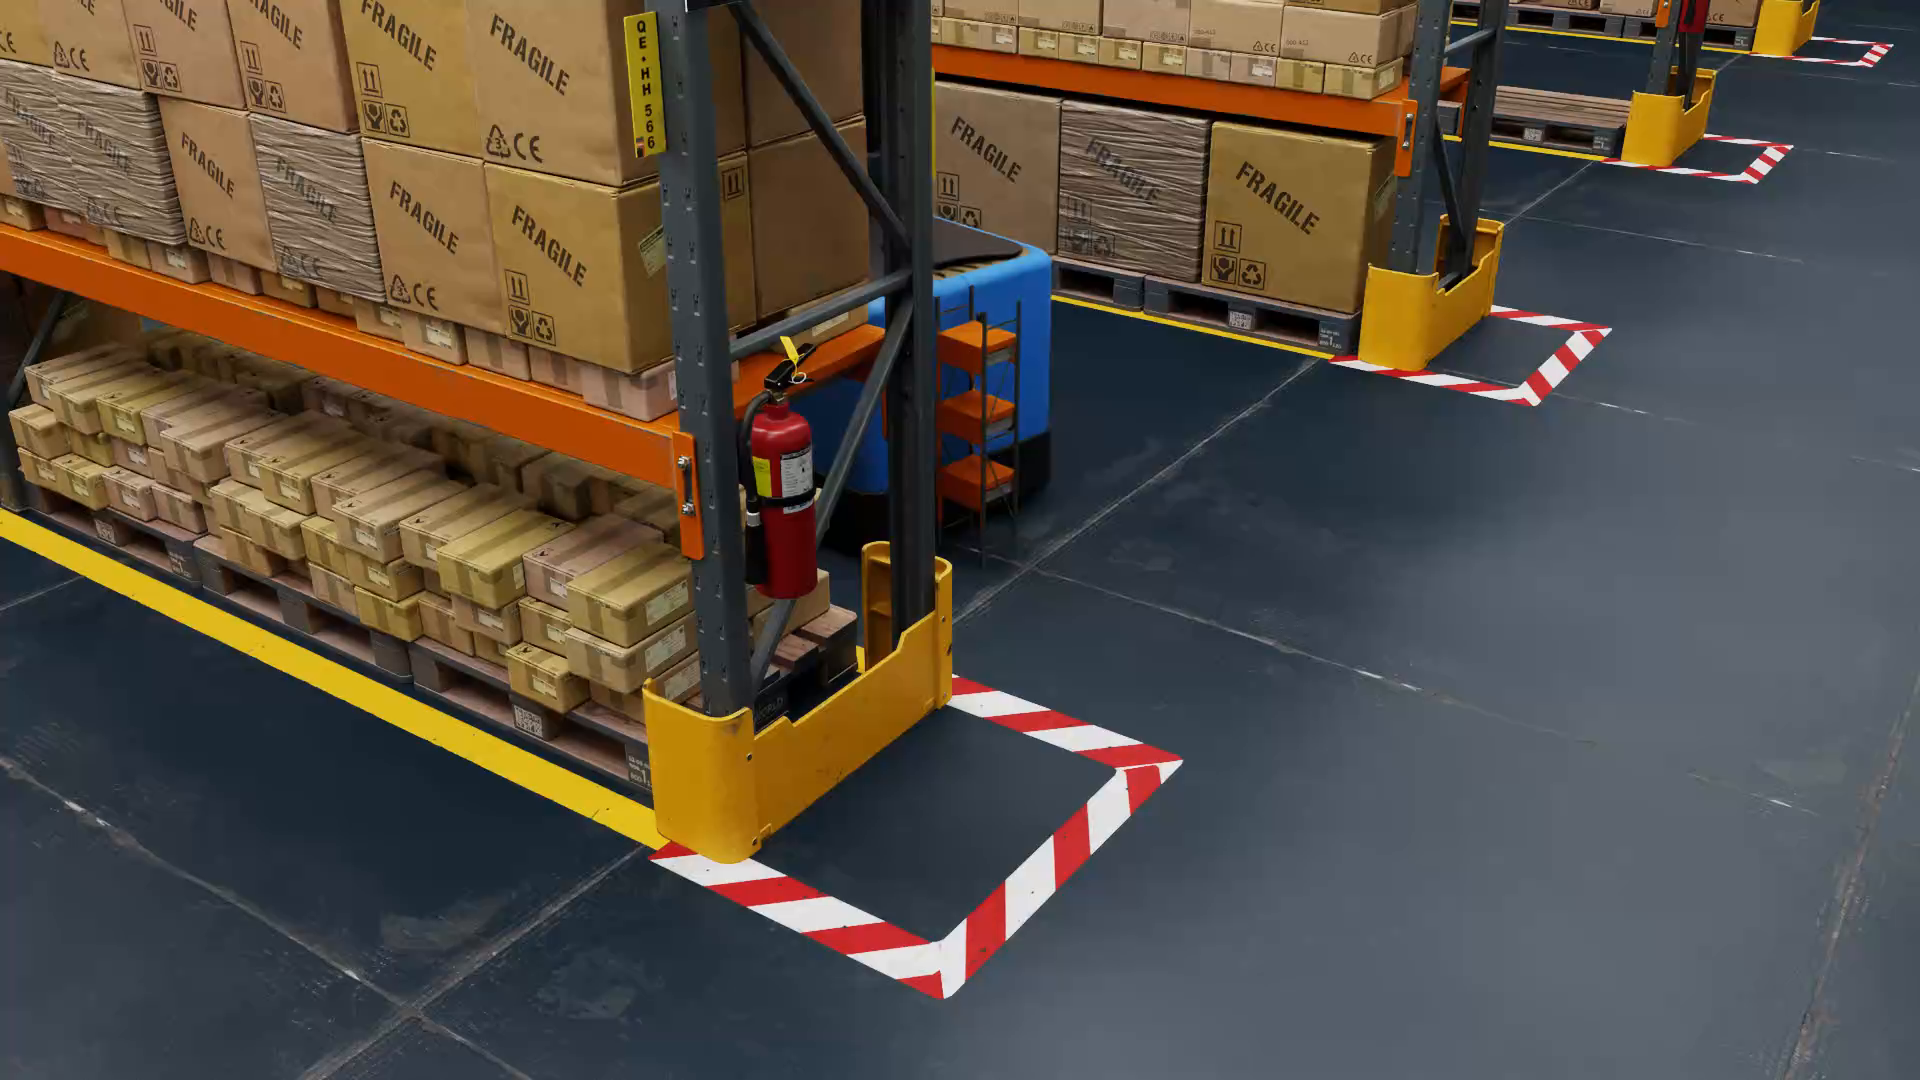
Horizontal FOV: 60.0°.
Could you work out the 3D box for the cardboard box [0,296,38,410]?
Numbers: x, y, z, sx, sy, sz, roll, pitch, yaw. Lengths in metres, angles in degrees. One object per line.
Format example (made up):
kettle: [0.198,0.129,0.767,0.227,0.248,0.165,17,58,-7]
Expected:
cardboard box: [-4.460,-0.813,7.333,0.500,0.500,0.500,17,31,29]

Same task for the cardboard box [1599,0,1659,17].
cardboard box: [6.739,-5.421,16.642,0.500,0.250,0.500,17,32,30]

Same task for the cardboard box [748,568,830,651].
cardboard box: [-0.661,0.212,5.706,0.250,0.149,0.380,18,32,31]

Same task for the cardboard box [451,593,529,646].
cardboard box: [-1.437,0.172,5.456,0.250,0.149,0.380,16,31,28]

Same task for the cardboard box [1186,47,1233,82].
cardboard box: [1.373,-2.497,8.627,0.250,0.149,0.380,18,32,31]

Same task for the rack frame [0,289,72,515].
rack frame: [-3.708,-1.644,6.673,0.127,3.000,1.000,17,32,30]

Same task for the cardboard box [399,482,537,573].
cardboard box: [-1.628,-0.035,5.536,0.250,0.149,0.380,16,31,28]

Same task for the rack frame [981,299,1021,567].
rack frame: [0.155,-0.396,6.370,0.008,1.050,0.200,24,36,39]

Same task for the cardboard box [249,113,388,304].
cardboard box: [-1.772,-1.074,5.115,0.500,0.500,0.500,17,32,30]

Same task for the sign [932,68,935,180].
sign: [-0.104,-1.206,4.857,0.005,0.325,0.100,17,32,30]

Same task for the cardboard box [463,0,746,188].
cardboard box: [-0.929,-1.264,4.386,0.500,0.500,0.500,17,31,29]

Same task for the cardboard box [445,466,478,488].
cardboard box: [-1.812,-0.211,6.210,0.250,0.149,0.380,19,33,33]

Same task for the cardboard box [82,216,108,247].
cardboard box: [-2.934,-1.178,6.034,0.250,0.149,0.380,16,31,28]

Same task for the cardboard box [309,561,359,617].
cardboard box: [-2.071,0.103,5.921,0.250,0.149,0.380,18,32,31]

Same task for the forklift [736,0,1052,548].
forklift: [-0.979,-1.852,7.158,1.130,2.935,3.031,-23,35,-37]

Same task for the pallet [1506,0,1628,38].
pallet: [6.371,-5.442,17.212,1.213,0.211,1.003,17,32,30]

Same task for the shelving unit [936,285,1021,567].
shelving unit: [0.068,-0.434,6.446,0.252,1.050,0.215,24,36,39]

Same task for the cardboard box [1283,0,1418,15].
cardboard box: [1.930,-2.872,8.097,0.500,0.500,0.500,18,32,31]

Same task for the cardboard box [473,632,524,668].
cardboard box: [-1.401,0.281,5.571,0.250,0.149,0.380,17,32,30]

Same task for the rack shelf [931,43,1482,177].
rack shelf: [0.832,-2.638,9.420,4.000,0.370,1.077,17,32,30]

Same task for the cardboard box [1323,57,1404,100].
cardboard box: [2.001,-2.302,8.242,0.250,0.149,0.380,18,32,31]

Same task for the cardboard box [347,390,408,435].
cardboard box: [-2.150,-0.524,6.497,0.250,0.149,0.380,16,31,29]

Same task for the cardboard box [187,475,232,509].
cardboard box: [-2.675,-0.250,6.287,0.250,0.149,0.380,19,33,33]

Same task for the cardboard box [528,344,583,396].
cardboard box: [-1.023,-0.561,4.822,0.250,0.149,0.380,17,32,30]

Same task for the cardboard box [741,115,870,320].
cardboard box: [-0.624,-1.013,4.994,0.500,0.500,0.500,19,33,33]

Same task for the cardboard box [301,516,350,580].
cardboard box: [-2.072,-0.029,5.851,0.250,0.149,0.380,19,33,33]

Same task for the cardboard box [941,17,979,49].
cardboard box: [0.102,-2.893,9.404,0.250,0.149,0.380,17,31,30]

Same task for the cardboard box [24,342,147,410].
cardboard box: [-3.541,-0.660,6.764,0.250,0.149,0.380,19,32,32]

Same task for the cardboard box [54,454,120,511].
cardboard box: [-3.370,-0.279,6.671,0.250,0.149,0.380,18,32,32]

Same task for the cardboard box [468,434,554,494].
cardboard box: [-1.555,-0.306,6.069,0.250,0.149,0.380,19,32,32]

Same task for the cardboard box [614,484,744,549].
cardboard box: [-0.945,-0.086,5.636,0.250,0.149,0.380,18,32,31]

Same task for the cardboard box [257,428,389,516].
cardboard box: [-2.267,-0.249,5.956,0.250,0.149,0.380,17,32,31]

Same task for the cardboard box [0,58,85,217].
cardboard box: [-3.030,-1.475,5.904,0.500,0.500,0.500,17,32,30]

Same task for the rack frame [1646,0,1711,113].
rack frame: [5.285,-4.297,11.886,0.127,3.000,1.000,17,32,30]

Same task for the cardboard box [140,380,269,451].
cardboard box: [-2.883,-0.462,6.375,0.250,0.149,0.380,16,31,29]

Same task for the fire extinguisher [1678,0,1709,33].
fire extinguisher: [5.152,-3.888,11.578,0.183,0.674,0.296,17,32,30]

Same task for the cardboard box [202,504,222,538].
cardboard box: [-2.657,-0.132,6.382,0.250,0.149,0.380,16,31,28]

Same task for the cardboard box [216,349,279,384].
cardboard box: [-2.825,-0.720,6.881,0.250,0.149,0.380,17,32,30]

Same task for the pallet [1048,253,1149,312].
pallet: [0.776,-1.692,9.842,1.213,0.211,1.003,17,32,30]

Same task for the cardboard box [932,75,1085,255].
cardboard box: [0.424,-2.282,9.807,0.875,0.875,0.875,17,32,30]

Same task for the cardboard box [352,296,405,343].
cardboard box: [-1.662,-0.755,5.204,0.250,0.149,0.380,16,31,28]

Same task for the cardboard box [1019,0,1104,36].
cardboard box: [0.662,-2.930,9.037,0.500,0.250,0.500,17,32,30]

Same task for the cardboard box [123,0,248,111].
cardboard box: [-2.218,-1.659,5.162,0.500,0.500,0.500,16,31,29]

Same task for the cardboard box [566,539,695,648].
cardboard box: [-0.990,0.160,5.152,0.250,0.149,0.380,18,32,31]

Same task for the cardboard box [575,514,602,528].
cardboard box: [-1.143,-0.018,5.830,0.250,0.149,0.380,18,32,31]

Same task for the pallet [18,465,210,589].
pallet: [-3.134,-0.242,6.993,1.213,0.211,1.003,17,32,30]

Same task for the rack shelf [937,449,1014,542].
rack shelf: [0.068,-0.177,6.577,0.240,0.259,0.215,24,36,39]

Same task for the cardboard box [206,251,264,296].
cardboard box: [-2.299,-0.966,5.617,0.250,0.149,0.380,19,32,32]

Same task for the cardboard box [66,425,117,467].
cardboard box: [-3.331,-0.449,6.677,0.250,0.149,0.380,18,32,31]

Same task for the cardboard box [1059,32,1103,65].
cardboard box: [0.741,-2.694,9.014,0.250,0.149,0.380,18,32,31]

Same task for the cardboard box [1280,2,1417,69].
cardboard box: [1.931,-2.536,8.264,0.500,0.250,0.500,17,31,30]

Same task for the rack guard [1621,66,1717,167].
rack guard: [5.312,-3.182,12.451,0.348,0.500,1.175,17,32,30]
